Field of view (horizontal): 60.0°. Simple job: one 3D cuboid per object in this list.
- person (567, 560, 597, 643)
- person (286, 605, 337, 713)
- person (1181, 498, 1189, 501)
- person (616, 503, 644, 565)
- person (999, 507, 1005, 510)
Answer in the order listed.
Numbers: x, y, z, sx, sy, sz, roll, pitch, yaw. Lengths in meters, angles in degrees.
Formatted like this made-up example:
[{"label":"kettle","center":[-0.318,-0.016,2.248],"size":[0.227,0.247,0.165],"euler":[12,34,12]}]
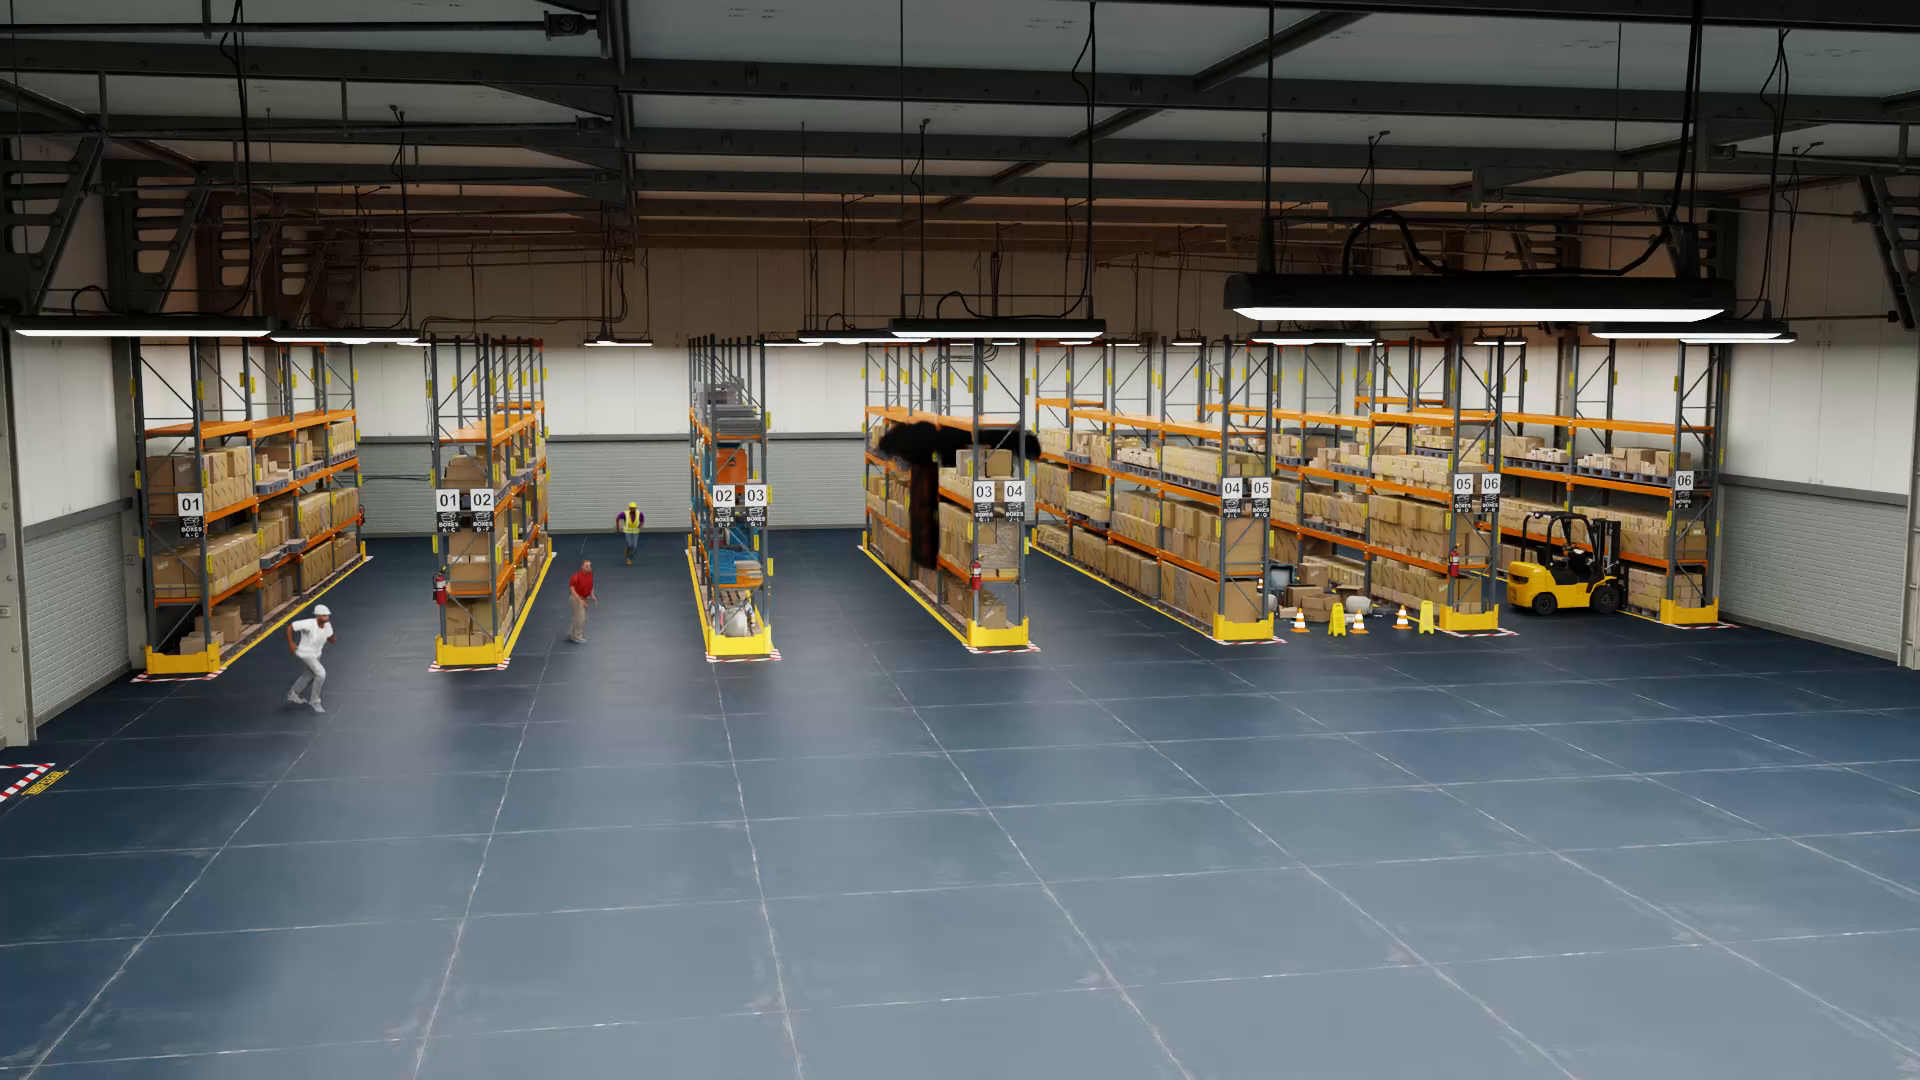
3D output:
[{"label":"person","center":[-7.474,1.193,32.543],"size":[0.776,1.666,0.662],"euler":[3,7,25]},{"label":"person","center":[-10.342,1.887,26.423],"size":[0.936,1.748,0.742],"euler":[2,7,19]},{"label":"person","center":[6.267,-0.310,45.682],"size":[0.593,1.646,0.932],"euler":[-5,8,-37]},{"label":"person","center":[-8.734,-0.168,44.207],"size":[0.694,1.681,0.712],"euler":[-3,7,-27]},{"label":"person","center":[0.980,-0.675,48.284],"size":[0.711,1.794,0.920],"euler":[2,7,20]}]
